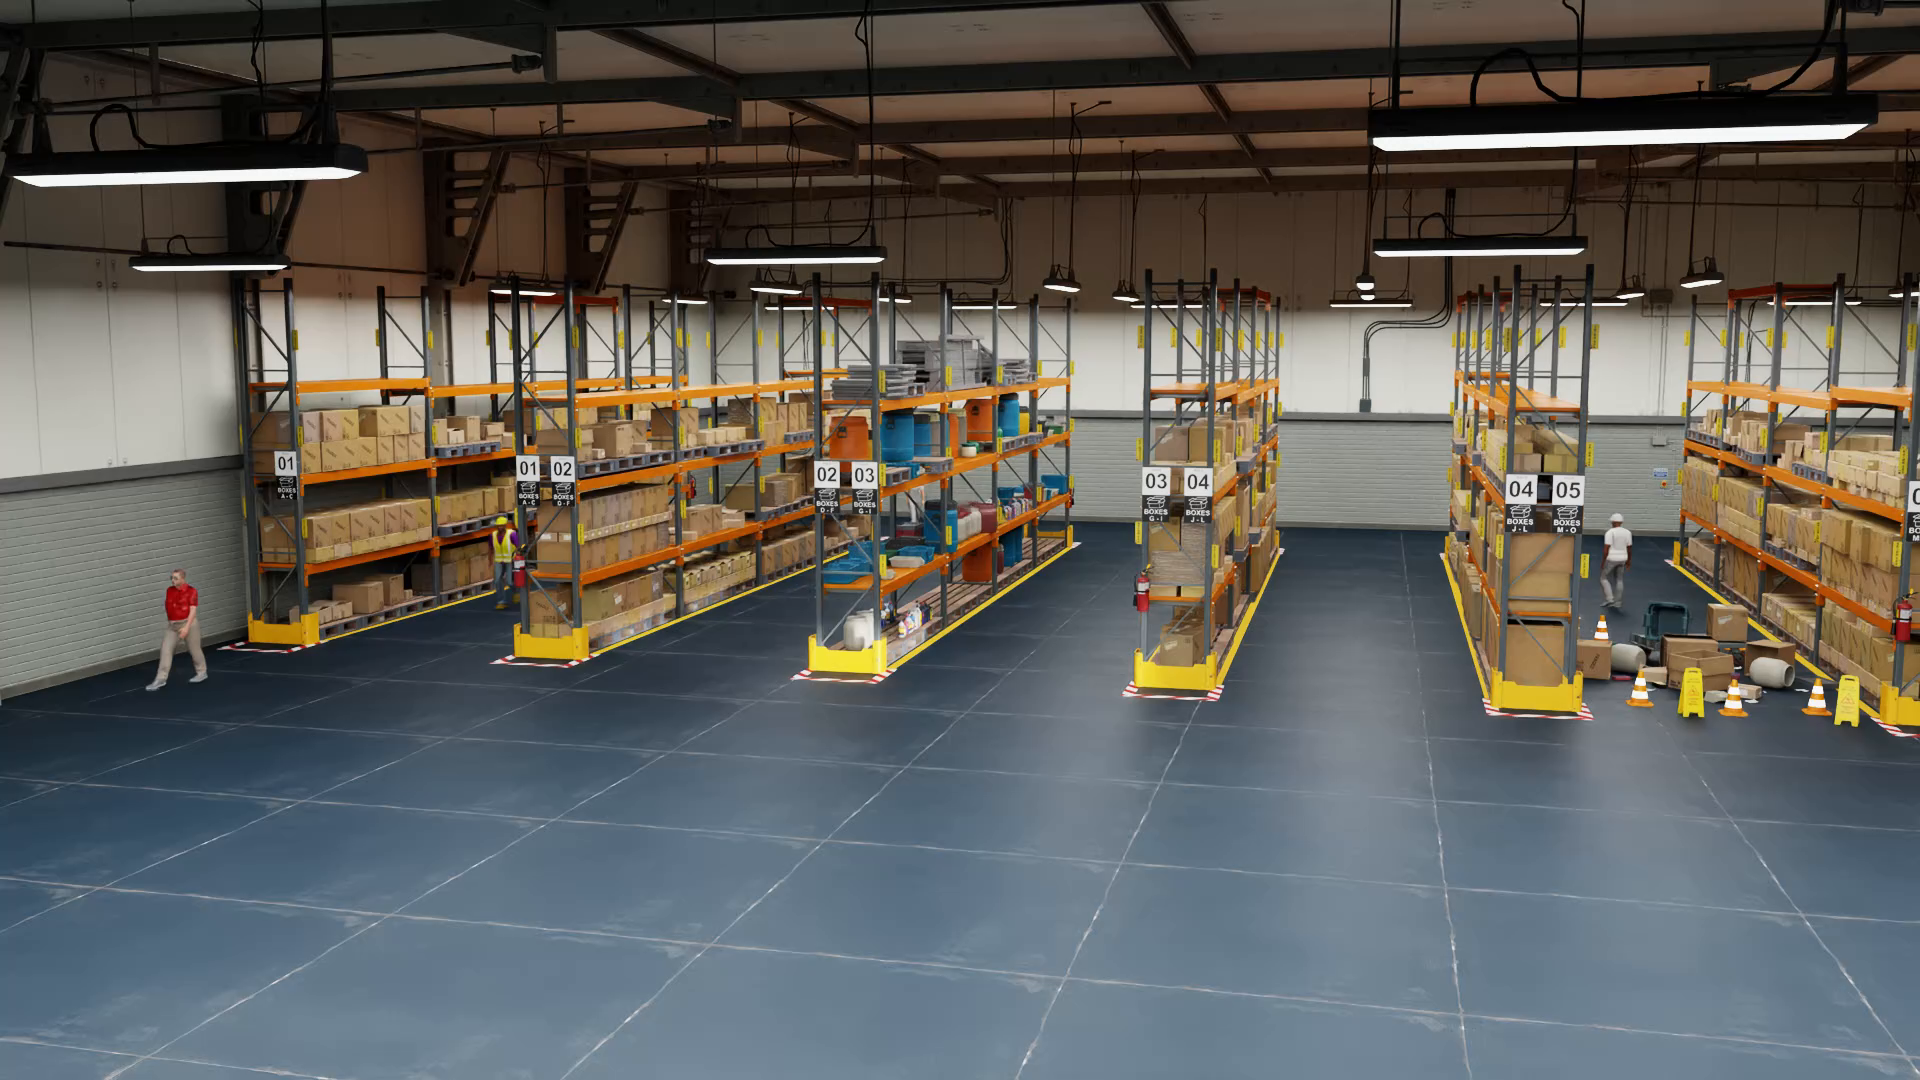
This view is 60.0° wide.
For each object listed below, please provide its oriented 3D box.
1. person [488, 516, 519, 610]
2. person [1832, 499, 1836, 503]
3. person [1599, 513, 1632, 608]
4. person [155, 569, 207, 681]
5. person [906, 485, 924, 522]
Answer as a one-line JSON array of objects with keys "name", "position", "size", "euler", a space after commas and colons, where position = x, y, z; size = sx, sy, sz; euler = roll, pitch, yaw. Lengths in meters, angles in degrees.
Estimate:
[{"name": "person", "position": [-8.528, 0.408, 31.209], "size": [0.658, 1.745, 0.655], "euler": [1, 7, 6]}, {"name": "person", "position": [20.544, -0.509, 39.297], "size": [0.916, 1.593, 0.475], "euler": [1, 7, 8]}, {"name": "person", "position": [12.312, 0.395, 31.247], "size": [0.609, 1.787, 0.403], "euler": [-2, 7, -13]}, {"name": "person", "position": [-11.287, 1.223, 24.113], "size": [0.547, 1.617, 0.734], "euler": [1, 7, 9]}, {"name": "person", "position": [-1.170, -1.008, 43.318], "size": [0.462, 1.612, 1.099], "euler": [-1, 7, -10]}]
